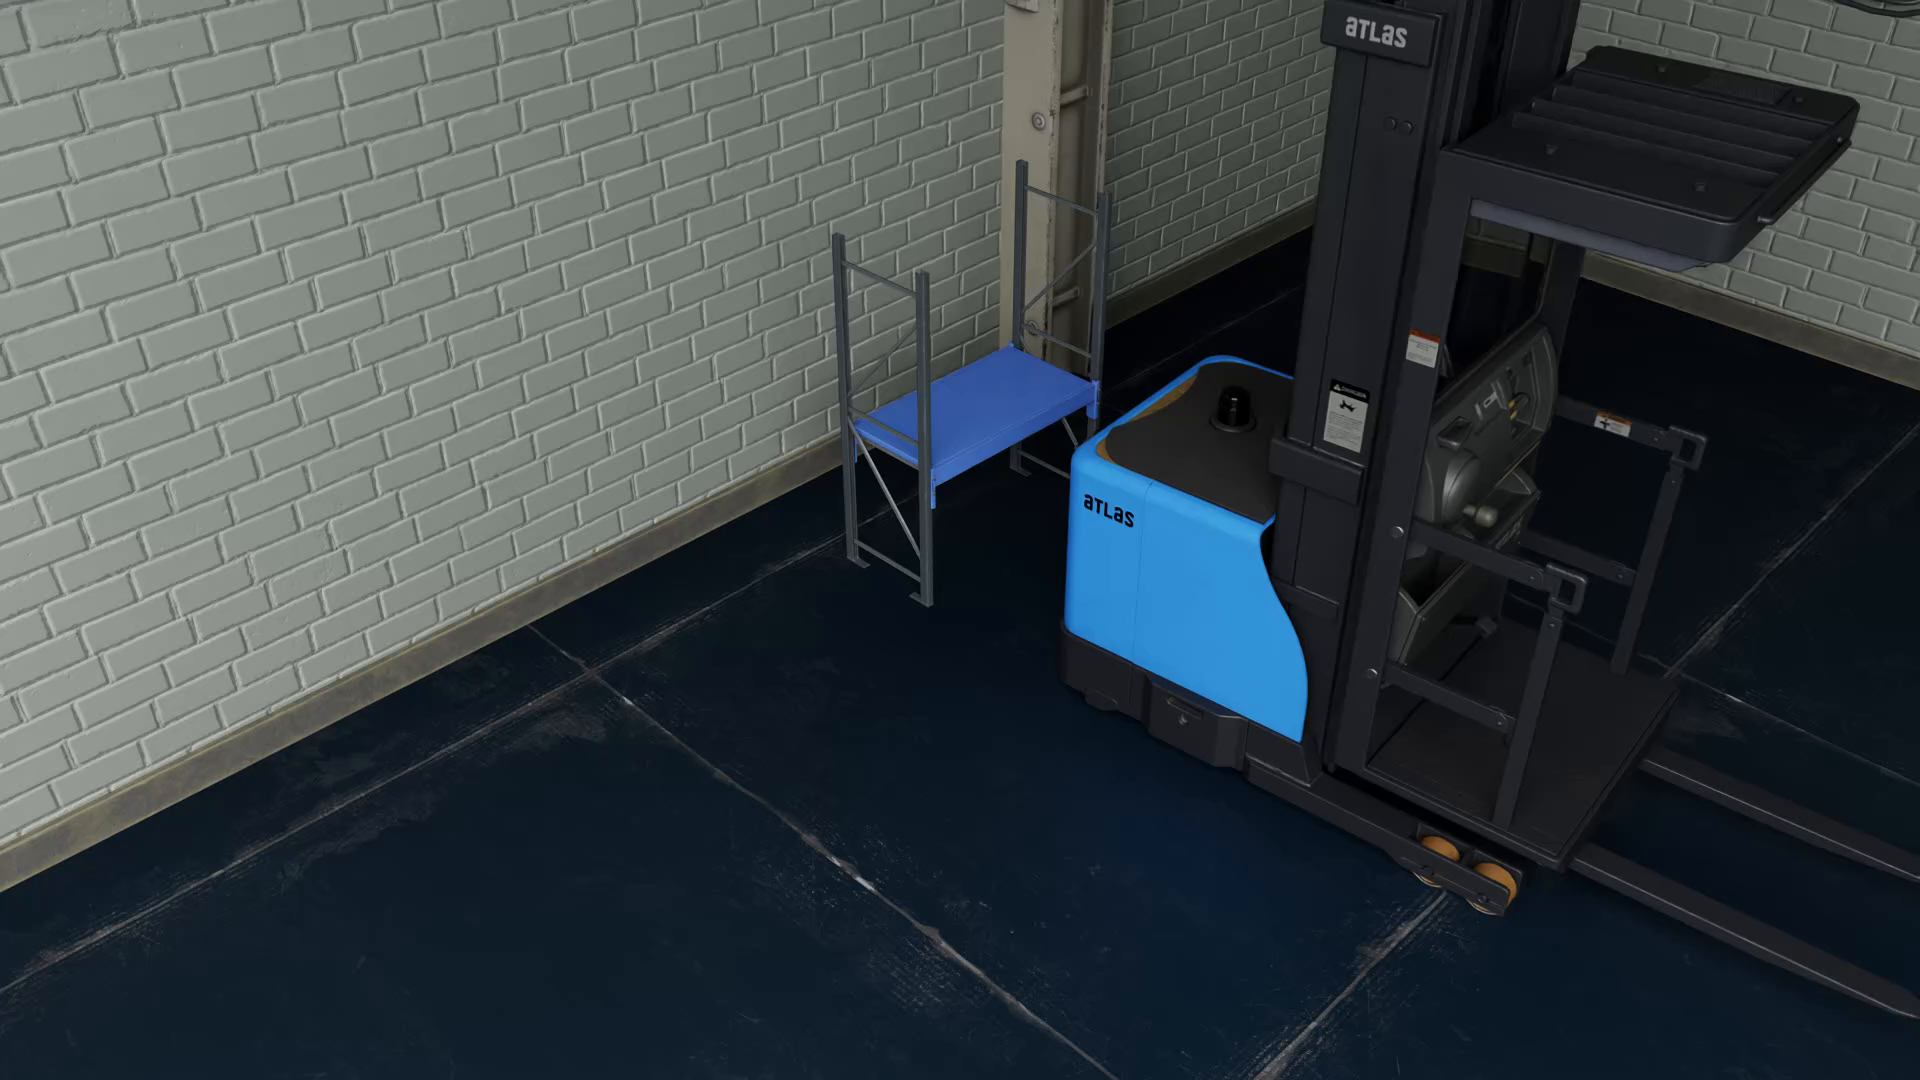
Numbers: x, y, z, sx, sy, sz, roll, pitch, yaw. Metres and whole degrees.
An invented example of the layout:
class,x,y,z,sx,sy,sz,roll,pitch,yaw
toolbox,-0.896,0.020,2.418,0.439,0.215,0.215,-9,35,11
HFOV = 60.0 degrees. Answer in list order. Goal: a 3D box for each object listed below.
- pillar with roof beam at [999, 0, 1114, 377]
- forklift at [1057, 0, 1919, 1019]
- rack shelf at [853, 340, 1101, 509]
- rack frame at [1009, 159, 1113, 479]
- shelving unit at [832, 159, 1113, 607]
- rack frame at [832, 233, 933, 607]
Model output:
class,x,y,z,sx,sy,sz,roll,pitch,yaw
pillar with roof beam,3.494,-2.785,3.376,9.100,9.000,0.400,30,45,35
forklift,1.839,-0.315,5.139,3.031,2.935,1.130,25,42,31
rack shelf,0.060,-0.502,6.974,0.538,0.185,1.000,30,45,35
rack frame,0.418,-0.856,7.167,0.500,1.500,0.032,30,45,35
shelving unit,0.060,-0.650,6.871,0.538,1.500,1.048,30,45,35
rack frame,-0.298,-0.443,6.575,0.500,1.500,0.032,30,45,35
